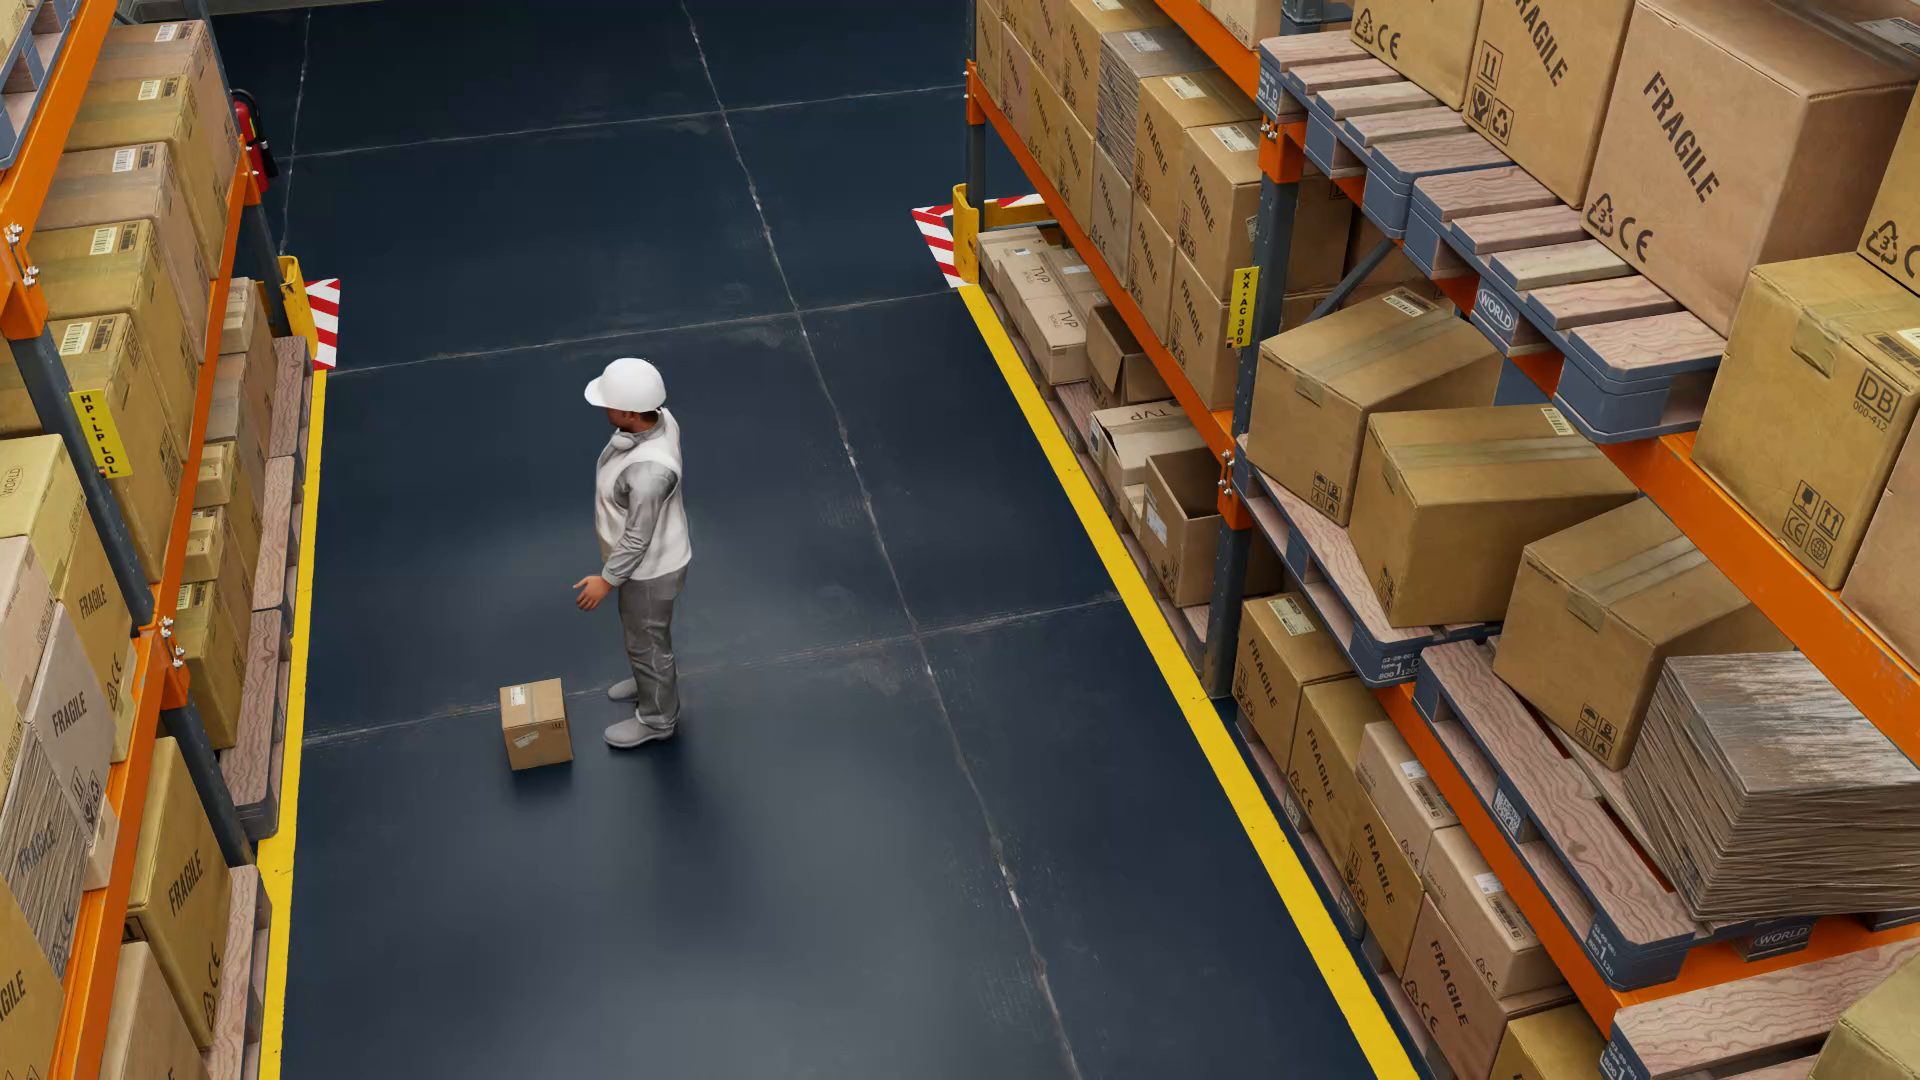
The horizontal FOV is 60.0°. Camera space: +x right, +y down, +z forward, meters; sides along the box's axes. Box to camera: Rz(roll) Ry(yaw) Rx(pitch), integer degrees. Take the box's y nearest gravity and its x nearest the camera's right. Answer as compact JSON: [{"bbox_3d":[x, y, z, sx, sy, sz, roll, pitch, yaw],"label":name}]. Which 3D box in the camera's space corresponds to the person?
[{"bbox_3d":[-1.295,0.064,6.600,0.476,1.799,0.556,-6,38,-8],"label":"person"}]
